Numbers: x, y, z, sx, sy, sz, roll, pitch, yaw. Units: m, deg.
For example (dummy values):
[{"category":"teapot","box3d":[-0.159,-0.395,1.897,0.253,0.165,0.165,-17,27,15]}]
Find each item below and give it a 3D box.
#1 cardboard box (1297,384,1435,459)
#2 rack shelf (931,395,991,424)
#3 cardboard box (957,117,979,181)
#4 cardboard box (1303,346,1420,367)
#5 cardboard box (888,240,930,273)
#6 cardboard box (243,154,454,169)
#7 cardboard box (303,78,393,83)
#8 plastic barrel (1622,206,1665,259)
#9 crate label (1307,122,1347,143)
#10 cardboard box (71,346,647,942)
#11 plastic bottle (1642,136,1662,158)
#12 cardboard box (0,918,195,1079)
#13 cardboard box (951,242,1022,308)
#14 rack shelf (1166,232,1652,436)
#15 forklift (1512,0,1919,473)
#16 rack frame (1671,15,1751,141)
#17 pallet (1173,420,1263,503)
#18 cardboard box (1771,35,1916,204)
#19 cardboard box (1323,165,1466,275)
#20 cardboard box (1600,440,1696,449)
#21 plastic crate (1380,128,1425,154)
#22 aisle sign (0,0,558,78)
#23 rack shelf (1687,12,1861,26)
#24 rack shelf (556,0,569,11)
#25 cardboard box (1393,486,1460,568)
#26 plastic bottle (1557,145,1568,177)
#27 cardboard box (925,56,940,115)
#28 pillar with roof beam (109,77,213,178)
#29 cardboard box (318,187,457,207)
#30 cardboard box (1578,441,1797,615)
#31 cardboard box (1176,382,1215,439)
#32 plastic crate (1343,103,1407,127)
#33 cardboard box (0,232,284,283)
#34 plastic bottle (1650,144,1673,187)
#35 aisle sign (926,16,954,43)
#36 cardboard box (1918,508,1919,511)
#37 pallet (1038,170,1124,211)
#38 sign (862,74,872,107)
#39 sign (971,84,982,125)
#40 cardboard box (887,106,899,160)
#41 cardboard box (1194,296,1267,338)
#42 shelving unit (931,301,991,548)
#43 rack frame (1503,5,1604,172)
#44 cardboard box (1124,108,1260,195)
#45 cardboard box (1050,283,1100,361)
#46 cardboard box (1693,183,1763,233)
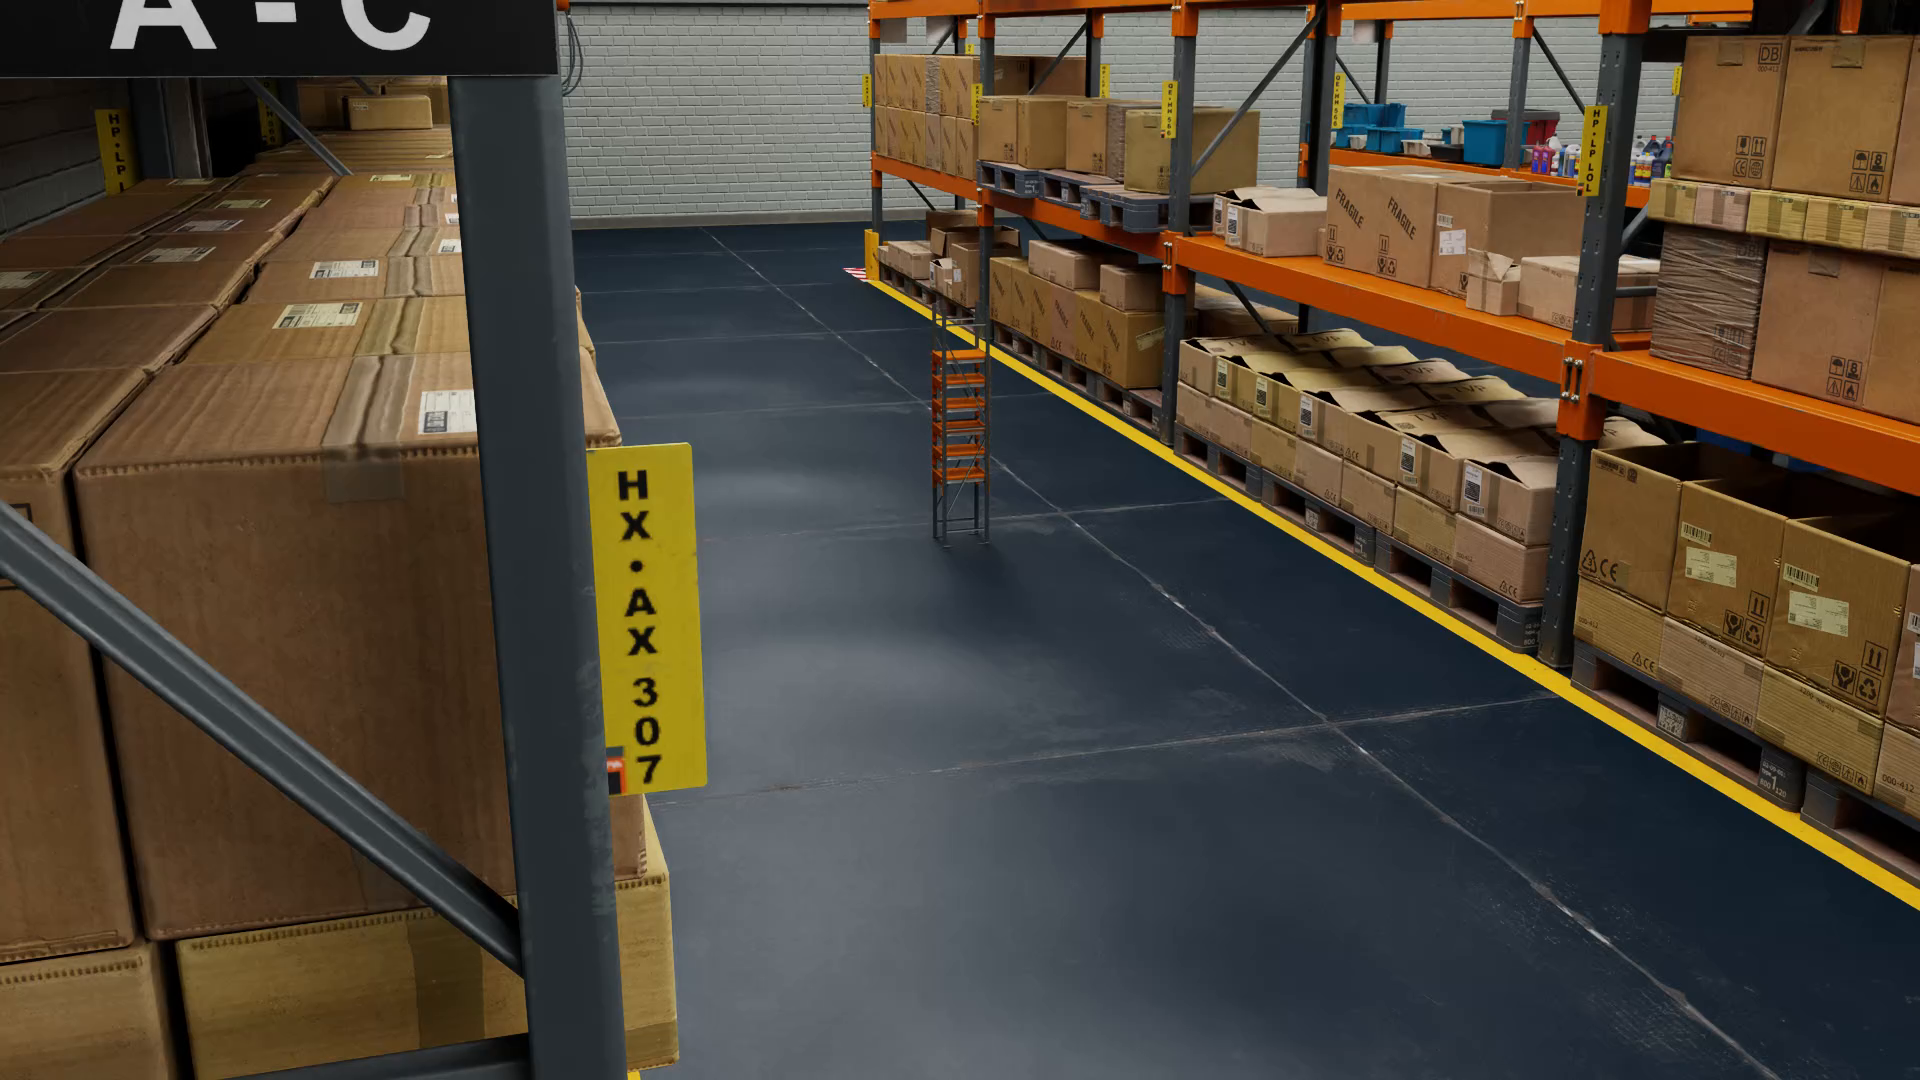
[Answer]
[{"category":"cardboard box","box3d":[2.053,-0.630,8.409,0.500,0.311,0.500,-5,17,-16]},{"category":"rack shelf","box3d":[0.004,-0.643,8.244,0.258,0.103,0.180,-5,17,-15]},{"category":"cardboard box","box3d":[0.276,-3.345,14.200,0.500,0.500,0.500,-4,17,-14]},{"category":"cardboard box","box3d":[2.289,-0.957,9.499,0.500,0.311,0.500,-5,17,-16]},{"category":"cardboard box","box3d":[-0.425,-2.868,16.802,0.500,0.250,0.500,-5,17,-15]},{"category":"cardboard box","box3d":[-2.157,-1.131,6.065,0.700,0.500,0.500,-3,17,-10]},{"category":"cardboard box","box3d":[-3.653,-2.630,9.964,0.500,0.250,0.500,-5,17,-17]},{"category":"plastic barrel","box3d":[5.751,-2.418,14.206,0.600,0.901,0.708,-5,17,-15]},{"category":"crate label","box3d":[4.076,-4.531,18.507,0.416,0.233,0.303,-5,17,-15]},{"category":"cardboard box","box3d":[-0.646,0.080,1.894,0.500,0.500,0.500,-5,17,-15]},{"category":"plastic bottle","box3d":[5.903,-3.255,14.161,0.144,0.351,0.185,-5,17,-15]},{"category":"cardboard box","box3d":[-1.119,0.481,1.863,0.500,0.250,0.500,-4,17,-14]},{"category":"cardboard box","box3d":[0.231,-2.328,14.568,0.500,0.500,0.500,-5,17,-15]},{"category":"rack shelf","box3d":[2.309,-1.175,8.400,1.077,0.370,4.000,-5,17,-15]},{"category":"forklift","box3d":[4.392,-1.800,9.348,1.130,2.935,3.031,-5,17,-16]},{"category":"rack frame","box3d":[9.087,-5.068,20.109,1.000,3.000,0.127,-5,17,-15]},{"category":"pallet","box3d":[1.948,-0.507,9.772,1.003,0.211,1.213,-5,17,-15]},{"category":"cardboard box","box3d":[3.127,-1.374,5.382,0.700,0.500,0.500,-5,17,-15]},{"category":"cardboard box","box3d":[2.236,-1.658,8.583,0.500,0.500,0.500,-6,18,-18]},{"category":"cardboard box","box3d":[2.984,-0.253,7.156,0.500,0.311,0.500,-5,17,-15]},{"category":"plastic crate","box3d":[4.520,-4.083,17.018,0.416,0.233,0.300,-5,17,-15]},{"category":"aisle sign","box3d":[-0.496,-0.716,1.103,0.394,0.787,0.004,-5,17,-15]},{"category":"rack shelf","box3d":[9.636,-5.607,17.940,1.077,0.370,4.000,-5,17,-15]},{"category":"rack shelf","box3d":[-1.354,-1.113,2.978,1.077,0.370,4.000,-5,17,-15]},{"category":"cardboard box","box3d":[2.329,-0.083,7.562,0.500,0.250,0.500,-5,17,-16]},{"category":"plastic bottle","box3d":[5.227,-3.279,14.377,0.097,0.271,0.097,0,17,0]},{"category":"cardboard box","box3d":[-0.010,-4.106,14.997,0.500,0.500,0.500,-5,17,-15]},{"category":"pillar with roof beam","box3d":[0.662,-4.466,7.677,9.100,9.000,0.400,-5,17,-15]},{"category":"cardboard box","box3d":[-1.333,-0.627,4.247,0.500,0.500,0.500,-5,17,-16]},{"category":"cardboard box","box3d":[2.685,-0.057,6.173,0.500,0.500,0.500,-5,17,-15]},{"category":"cardboard box","box3d":[1.621,-0.789,9.914,0.500,0.250,0.500,-5,17,-15]},{"category":"plastic crate","box3d":[4.596,-4.644,18.533,0.616,0.435,0.499,-5,17,-15]},{"category":"cardboard box","box3d":[-1.552,-0.300,3.158,0.500,0.500,0.500,-4,17,-14]},{"category":"plastic bottle","box3d":[5.596,-2.969,13.209,0.144,0.351,0.185,-5,17,-15]},{"category":"aisle sign","box3d":[-0.164,-5.574,17.275,0.394,0.787,0.004,-5,17,-15]},{"category":"cardboard box","box3d":[3.463,0.178,5.390,0.500,0.500,0.500,-5,17,-15]},{"category":"pallet","box3d":[1.220,-2.518,11.956,1.003,0.211,1.213,-5,17,-15]},{"category":"sign","box3d":[-0.961,-4.657,17.238,0.100,0.325,0.005,-5,17,-15]},{"category":"sign","box3d":[0.140,-3.549,13.548,0.100,0.325,0.005,-5,17,-15]},{"category":"cardboard box","box3d":[-0.424,-4.048,16.539,0.500,0.500,0.500,-5,17,-16]},{"category":"cardboard box","box3d":[1.760,-1.379,11.410,0.500,0.500,0.500,-5,18,-17]},{"category":"shelving unit","box3d":[0.004,-0.571,8.266,0.258,1.200,0.189,-5,17,-15]},{"category":"rack frame","box3d":[5.424,-3.570,15.122,1.000,3.000,0.127,-5,17,-15]},{"category":"cardboard box","box3d":[1.478,-2.487,10.614,0.700,0.500,0.500,-12,20,-34]},{"category":"cardboard box","box3d":[0.984,-1.614,12.193,0.500,0.500,0.500,-5,18,-17]},{"category":"cardboard box","box3d":[2.815,-1.166,5.818,0.380,0.149,0.250,-4,17,-14]}]
